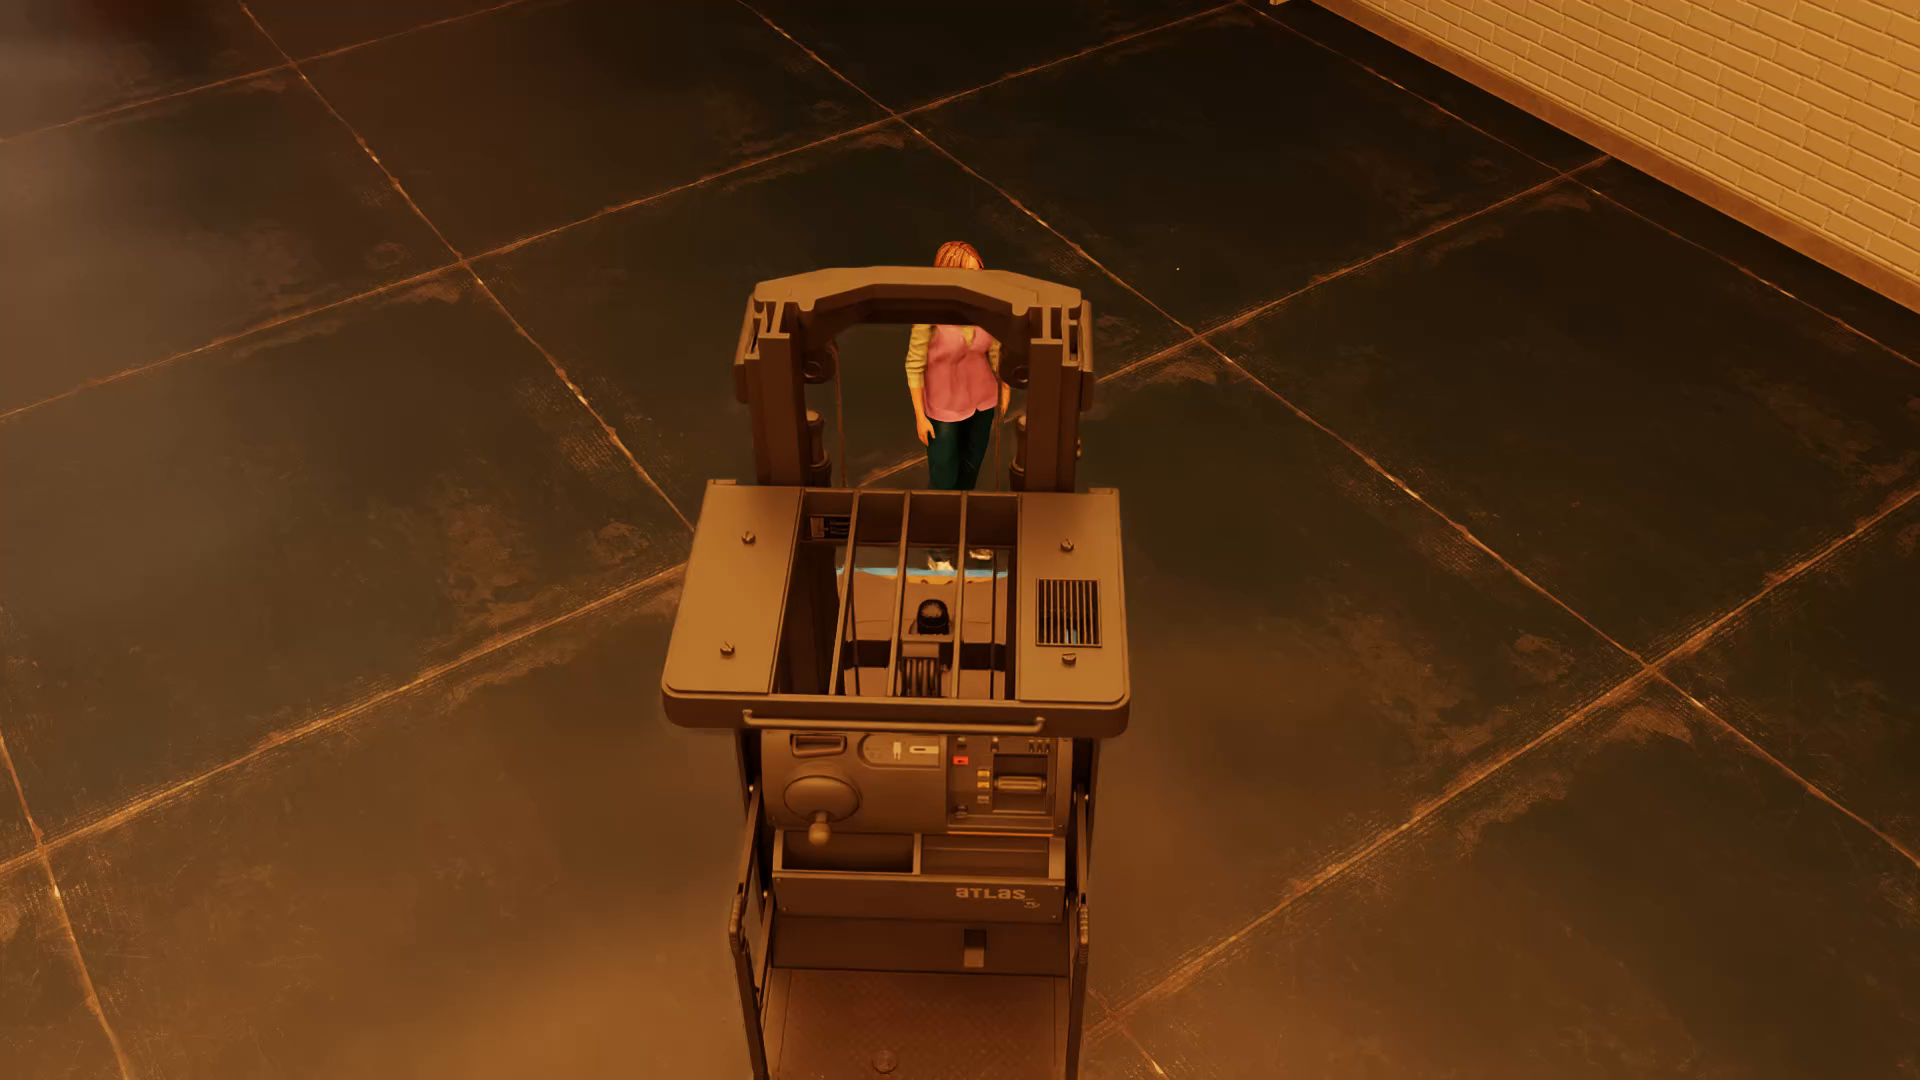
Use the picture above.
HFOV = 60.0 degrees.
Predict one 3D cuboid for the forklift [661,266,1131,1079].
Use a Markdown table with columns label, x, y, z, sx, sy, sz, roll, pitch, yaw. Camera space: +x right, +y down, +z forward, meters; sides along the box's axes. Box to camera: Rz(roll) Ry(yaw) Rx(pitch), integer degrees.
| label | x | y | z | sx | sy | sz | roll | pitch | yaw |
| --- | --- | --- | --- | --- | --- | --- | --- | --- | --- |
| forklift | -0.135 | 0.813 | 4.833 | 1.130 | 2.935 | 3.031 | 1 | 43 | 2 |

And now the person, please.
| label | x | y | z | sx | sy | sz | roll | pitch | yaw |
| --- | --- | --- | --- | --- | --- | --- | --- | --- | --- |
| person | 0.032 | -0.540 | 7.286 | 0.521 | 1.584 | 0.473 | -25 | 48 | -25 |
